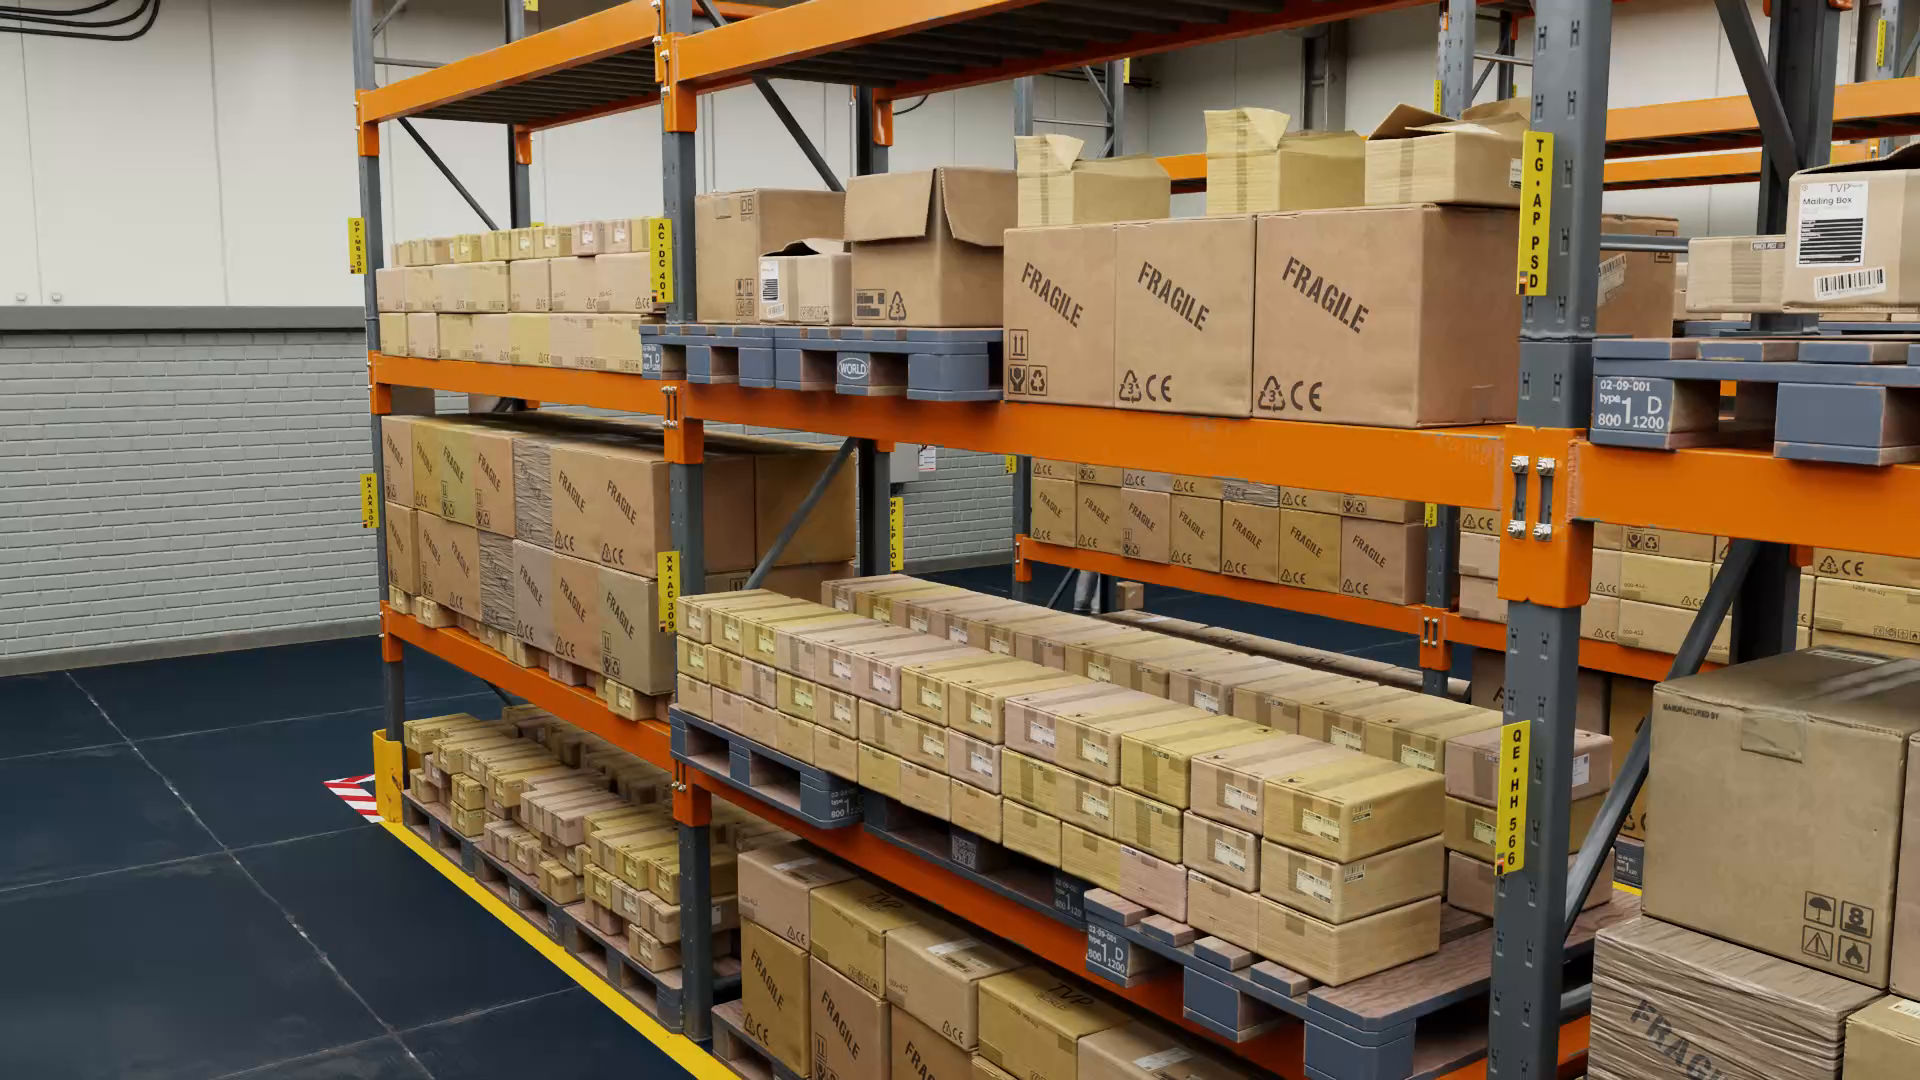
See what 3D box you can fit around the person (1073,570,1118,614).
[{"bbox_3d":[1.360,-0.027,16.942,0.571,1.559,0.515,-5,10,-35],"label":"person"}]
